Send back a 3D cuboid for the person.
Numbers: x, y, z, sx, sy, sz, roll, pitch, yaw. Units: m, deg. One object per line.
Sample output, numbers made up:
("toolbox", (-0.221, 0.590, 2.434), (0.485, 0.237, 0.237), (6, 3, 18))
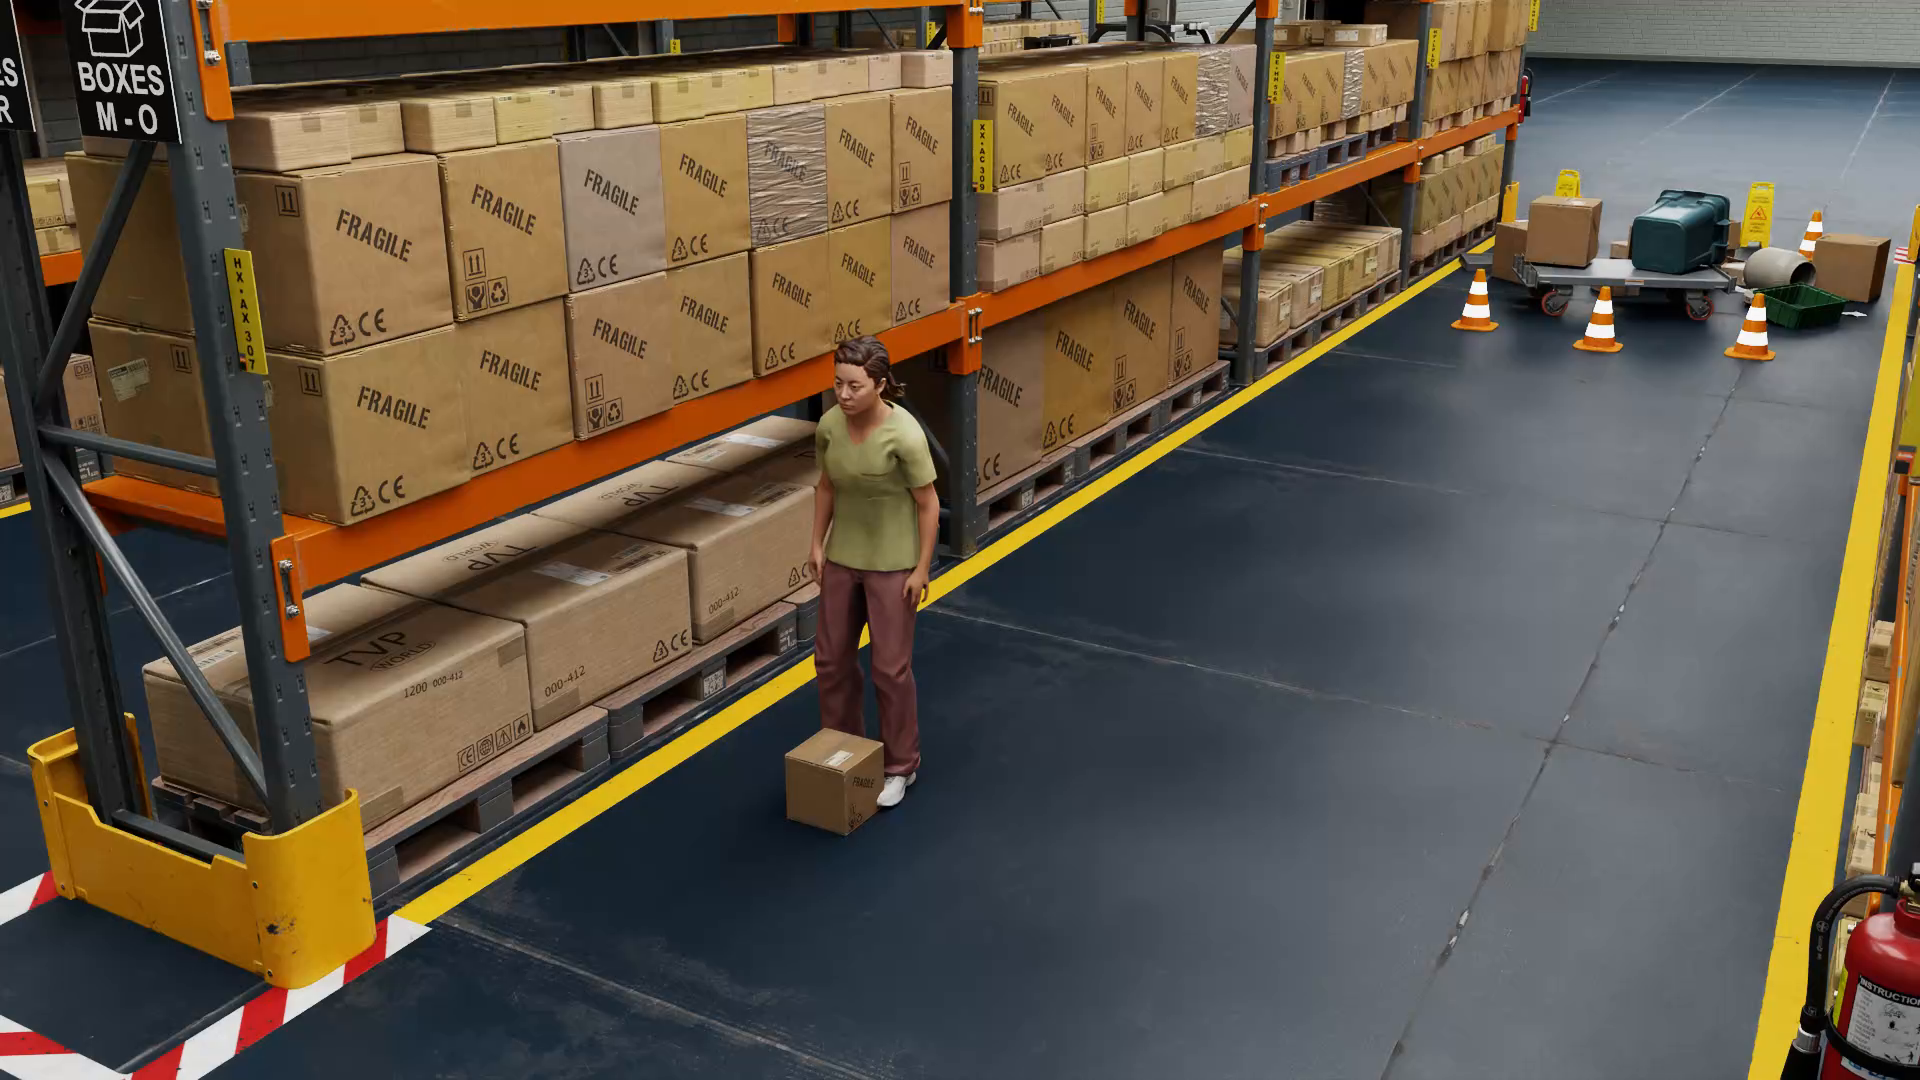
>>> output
("person", (-0.319, 0.099, 5.792), (0.496, 1.672, 0.360), (11, 22, 28))
